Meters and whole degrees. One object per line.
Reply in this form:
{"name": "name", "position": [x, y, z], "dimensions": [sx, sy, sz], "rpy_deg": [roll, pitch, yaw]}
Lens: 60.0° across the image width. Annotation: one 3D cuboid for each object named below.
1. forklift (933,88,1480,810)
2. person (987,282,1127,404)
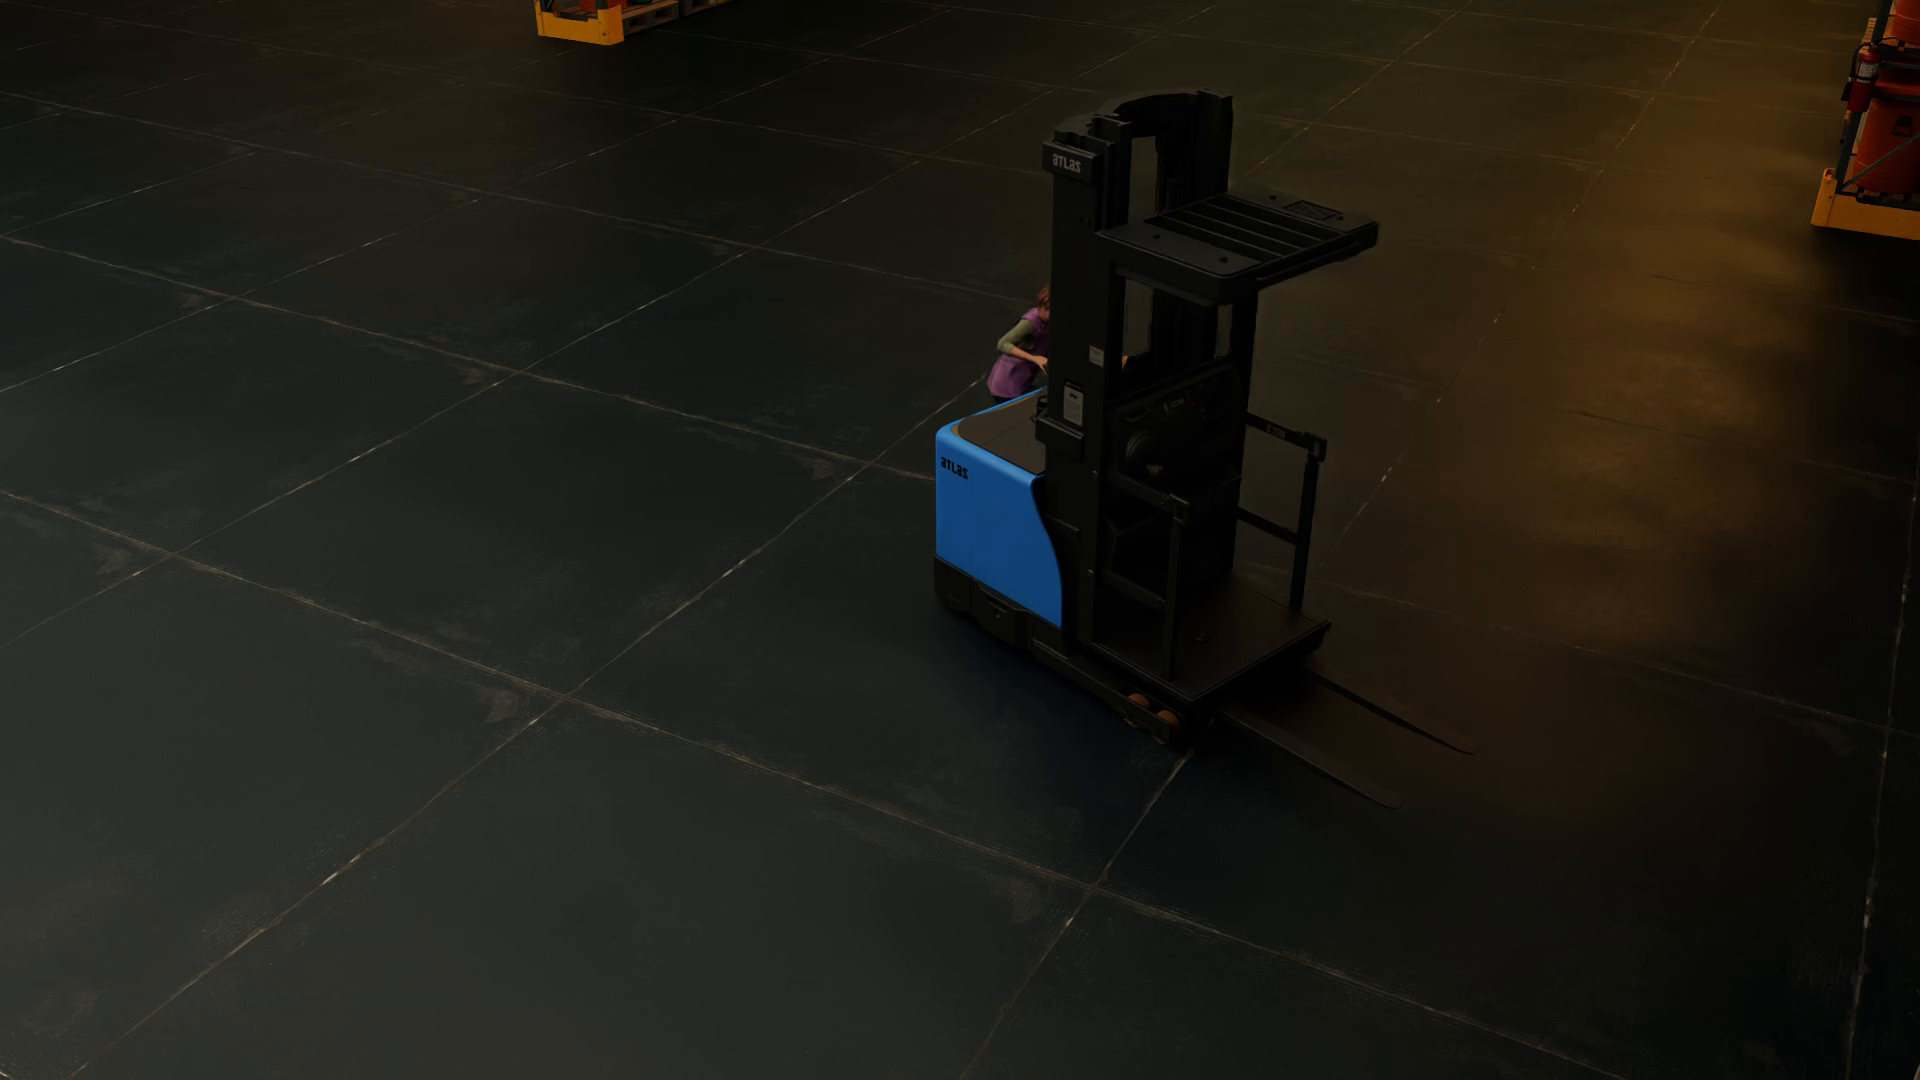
{"name": "forklift", "position": [1.204, -0.544, 8.013], "dimensions": [1.130, 2.935, 3.031], "rpy_deg": [-24, 38, -35]}
{"name": "person", "position": [0.567, -0.882, 10.210], "dimensions": [1.032, 1.366, 0.727], "rpy_deg": [1, 30, 1]}
